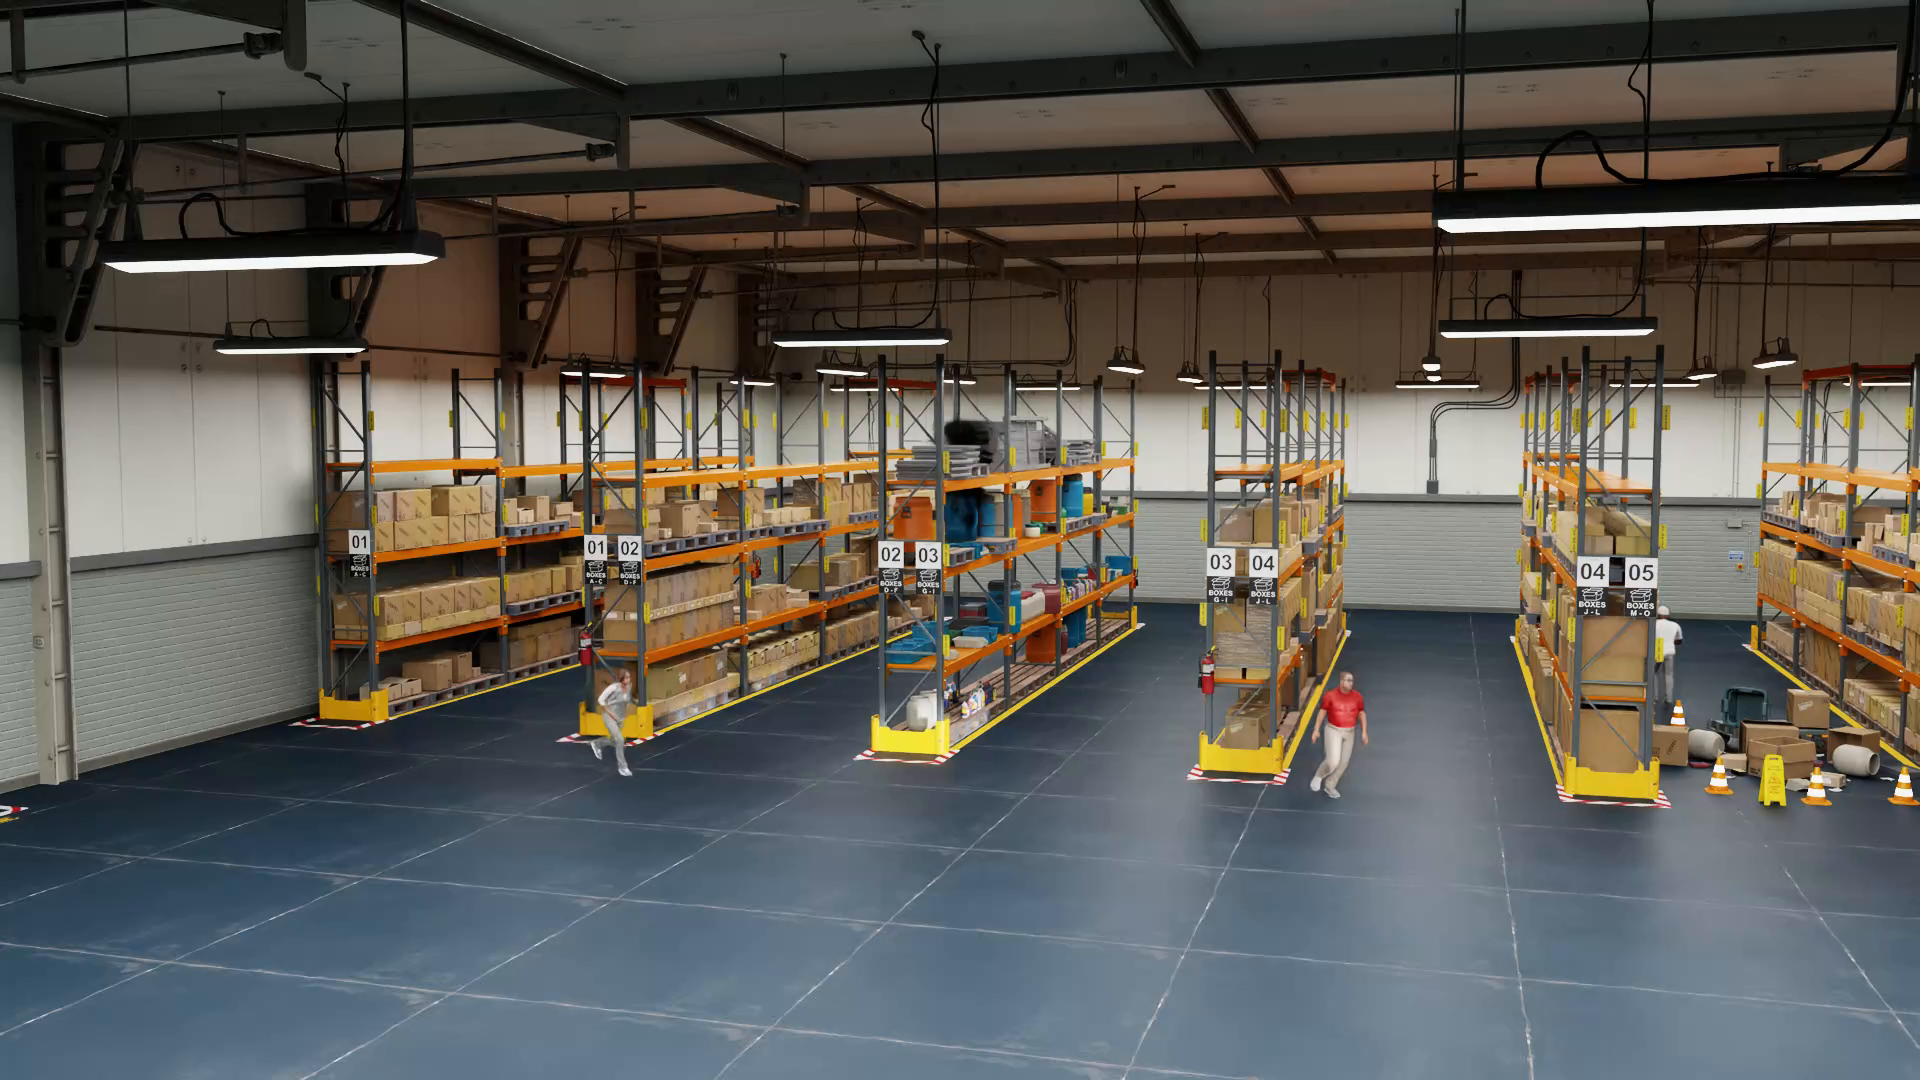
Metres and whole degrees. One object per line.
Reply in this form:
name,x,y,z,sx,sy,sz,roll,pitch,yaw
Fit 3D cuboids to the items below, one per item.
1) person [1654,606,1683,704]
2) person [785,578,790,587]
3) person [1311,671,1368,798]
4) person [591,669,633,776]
person,12.367,2.030,29.290,0.715,1.703,0.983,1,4,14
person,-3.789,1.409,39.009,0.656,1.615,0.841,1,4,8
person,5.040,2.583,22.088,0.666,1.708,0.590,-1,4,-16
person,-4.976,2.572,23.636,0.830,1.550,0.542,4,5,41
